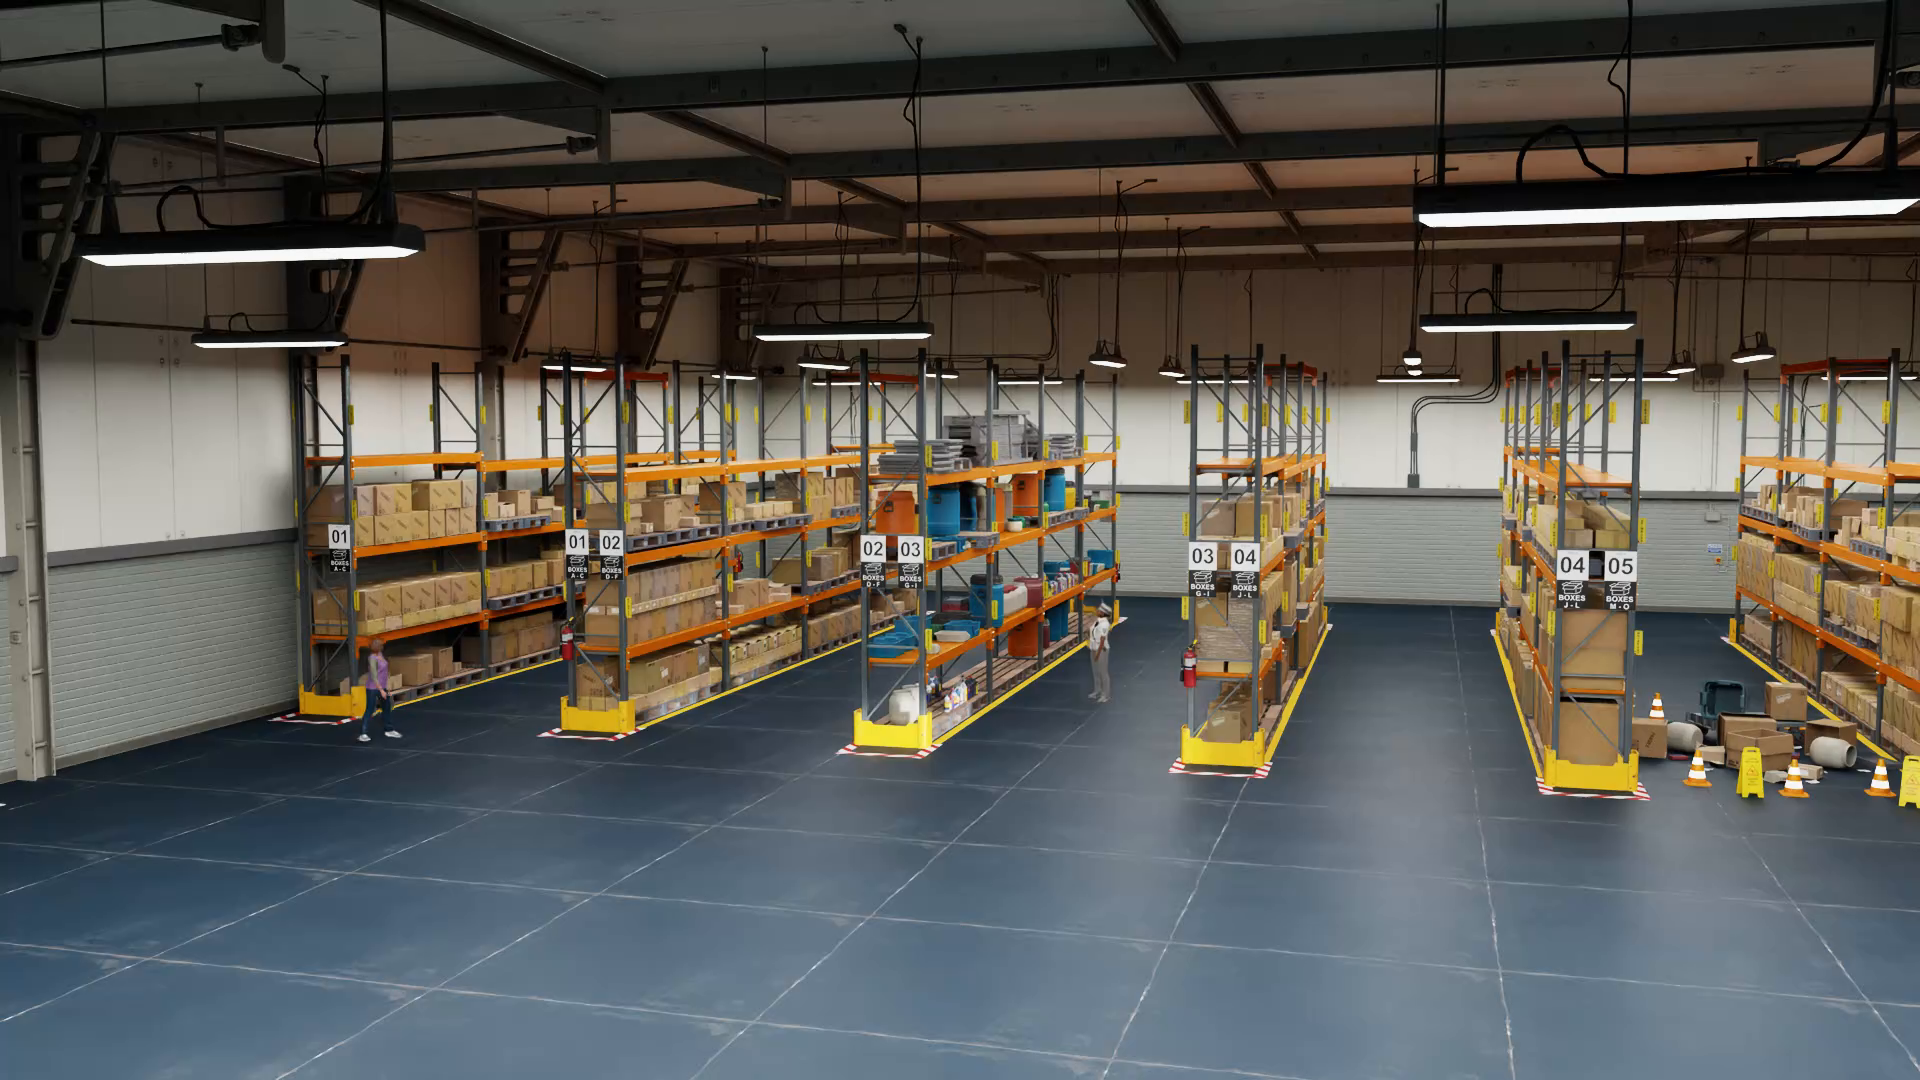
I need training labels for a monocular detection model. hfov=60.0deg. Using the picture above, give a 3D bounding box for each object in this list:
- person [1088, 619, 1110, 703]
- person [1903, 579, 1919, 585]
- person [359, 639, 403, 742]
[{"bbox_3d":[2.452,2.091,29.025,0.350,1.448,0.489,-2,5,-27],"label":"person"},{"bbox_3d":[21.055,1.349,36.775,0.767,1.658,0.669,1,4,16],"label":"person"},{"bbox_3d":[-8.985,2.355,25.661,0.535,1.498,0.565,0,4,6],"label":"person"}]
